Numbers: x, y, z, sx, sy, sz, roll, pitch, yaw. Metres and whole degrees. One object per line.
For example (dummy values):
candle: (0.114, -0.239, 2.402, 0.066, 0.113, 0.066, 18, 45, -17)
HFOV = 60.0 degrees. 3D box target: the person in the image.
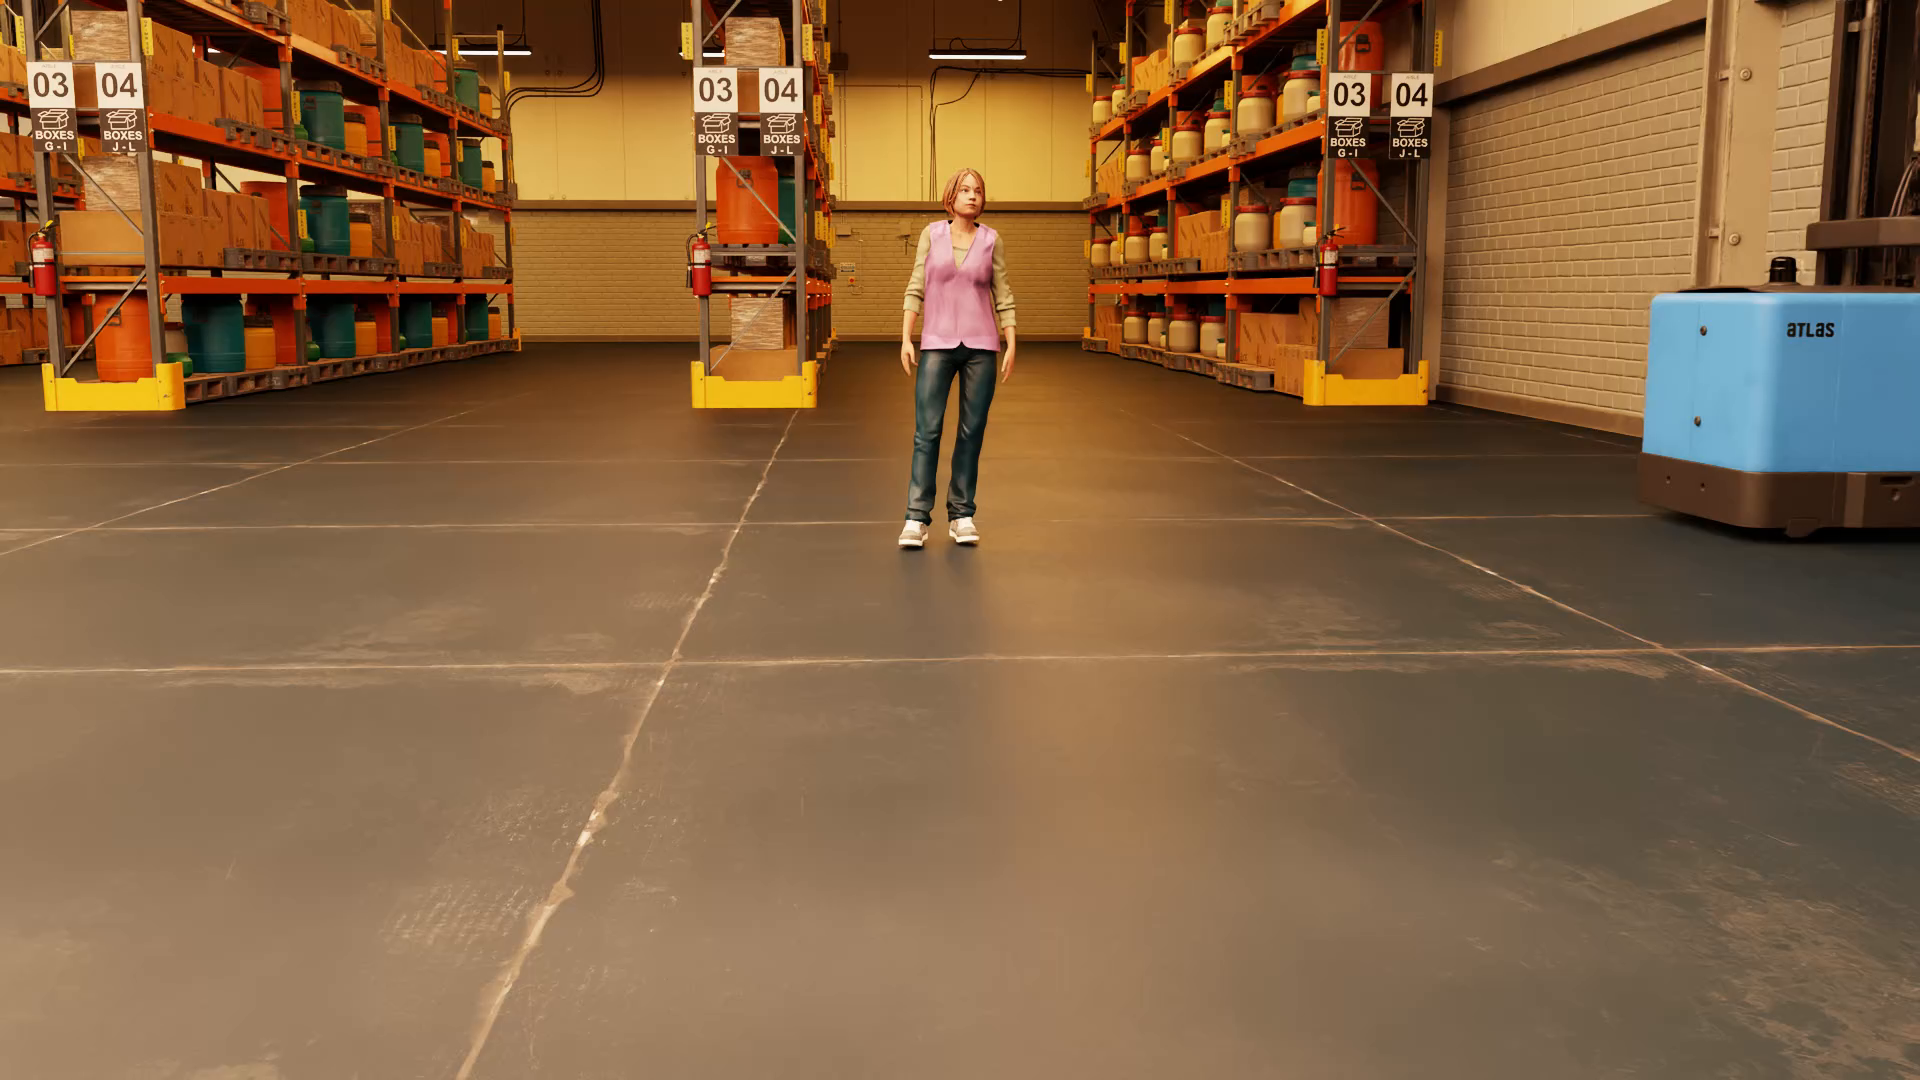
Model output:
person: (-0.010, -0.740, 7.124, 0.520, 1.506, 0.473, -1, 8, -4)

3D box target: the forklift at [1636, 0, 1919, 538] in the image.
forklift: (4.839, -1.523, 7.590, 3.031, 2.935, 1.130, -1, 8, -5)
